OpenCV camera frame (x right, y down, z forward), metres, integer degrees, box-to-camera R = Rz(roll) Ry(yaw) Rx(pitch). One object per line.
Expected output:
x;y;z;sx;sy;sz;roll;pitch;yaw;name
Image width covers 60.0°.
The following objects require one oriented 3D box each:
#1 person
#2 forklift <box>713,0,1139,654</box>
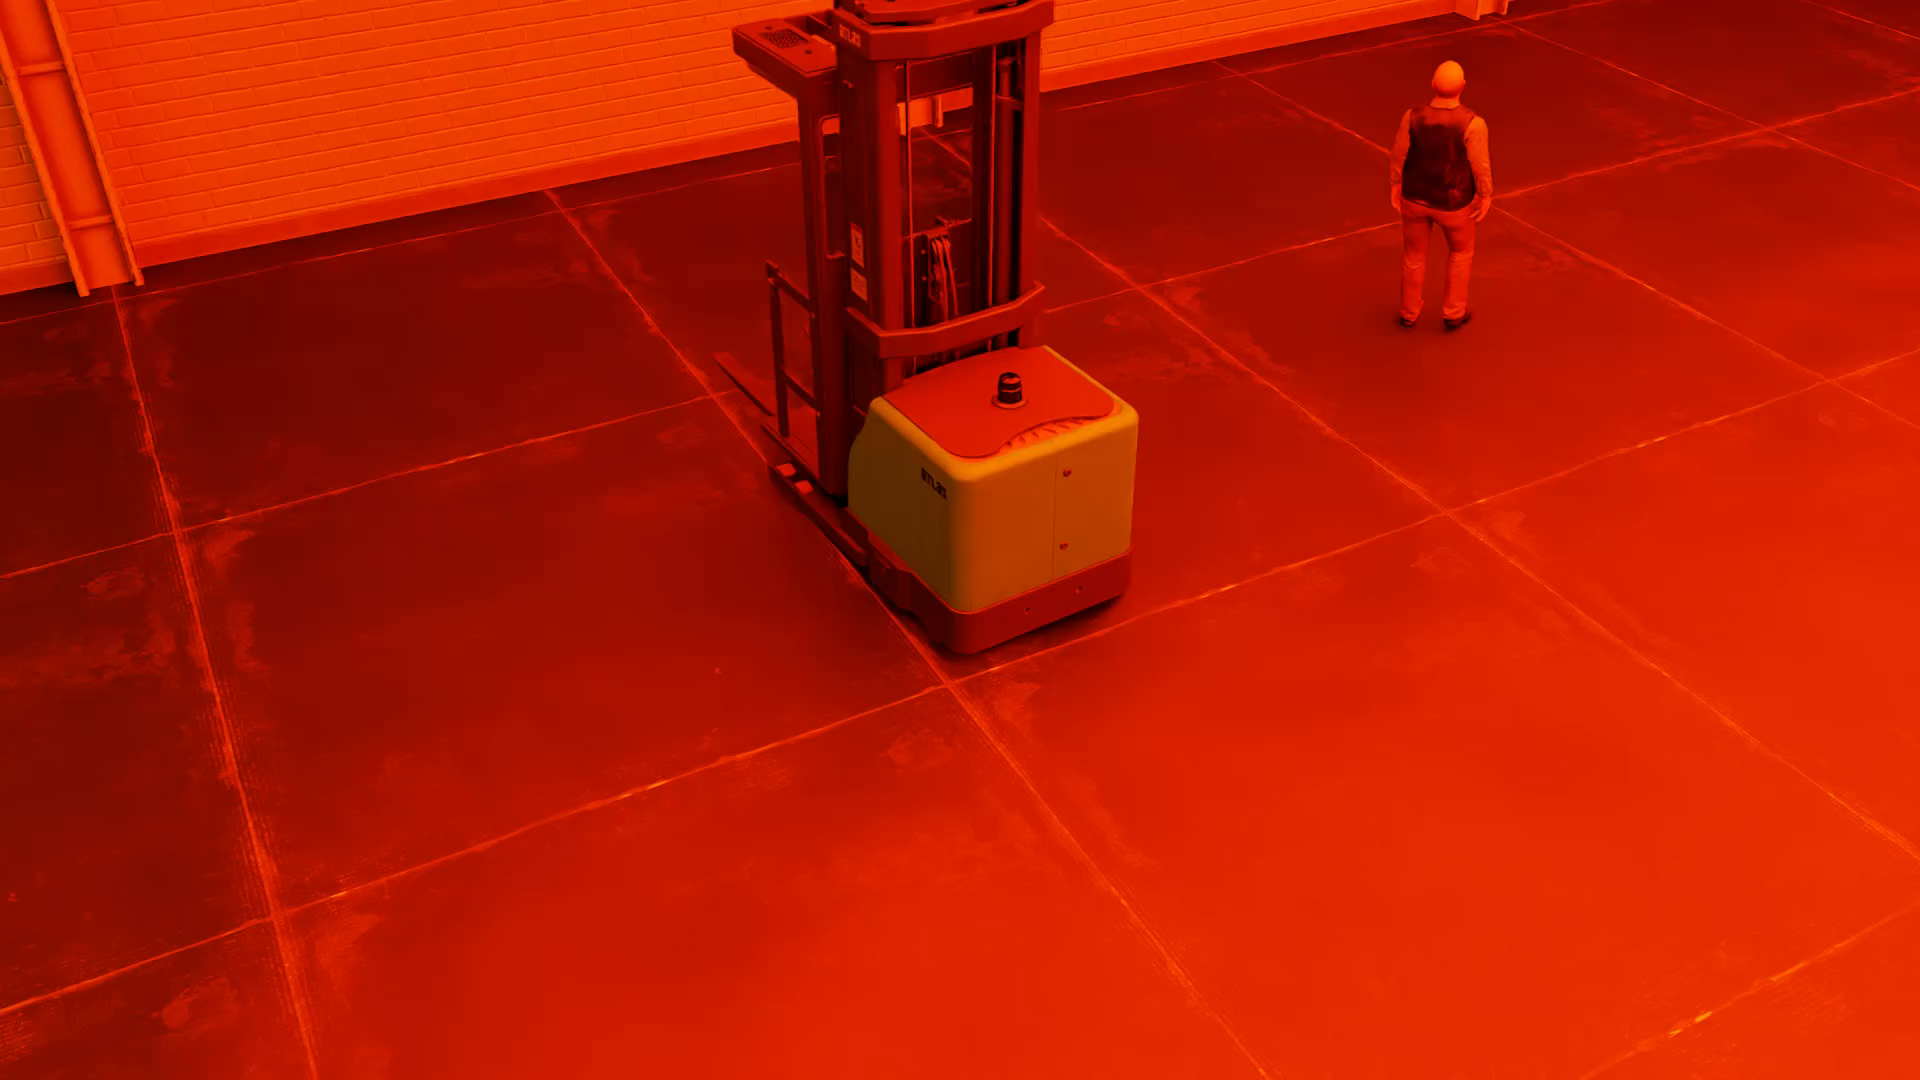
2.922;-2.090;10.126;0.620;1.727;0.547;19;39;25;person
-0.372;-1.481;8.218;1.130;2.935;3.031;-20;40;-26;forklift
